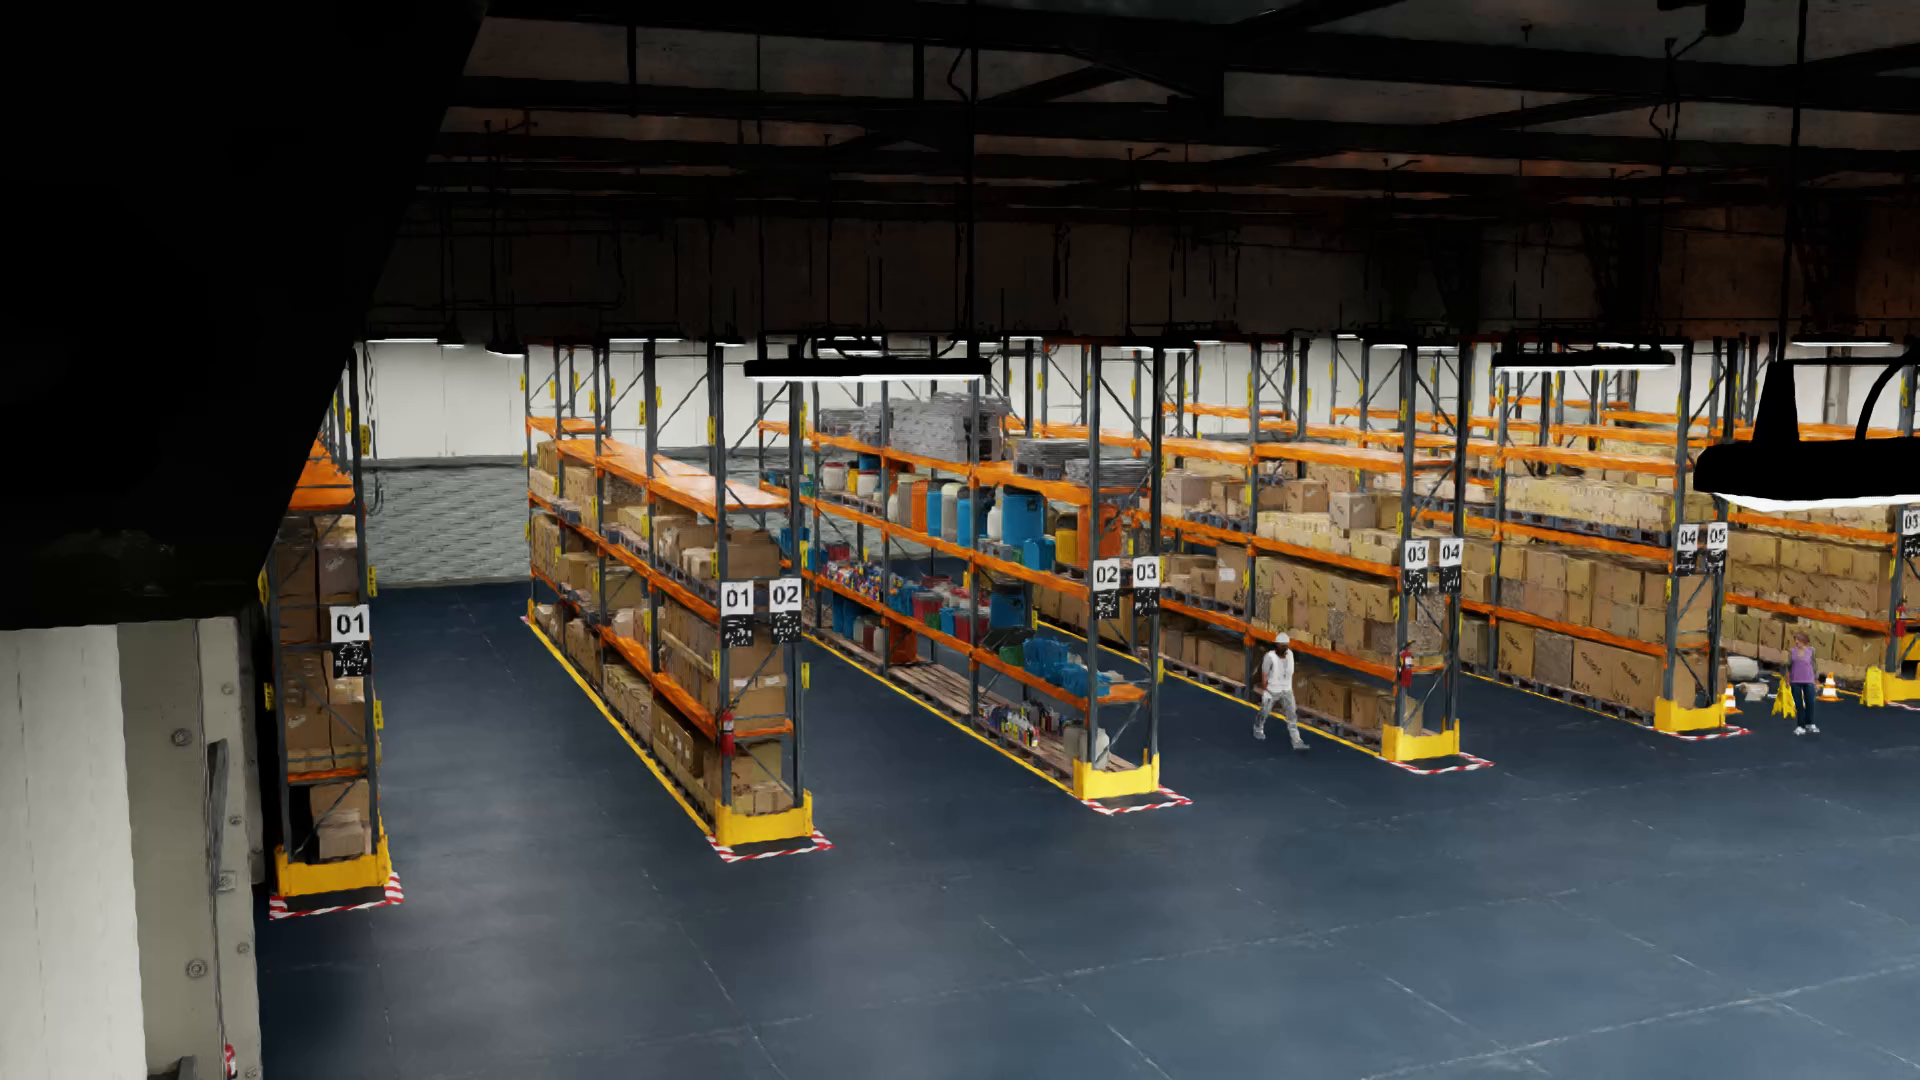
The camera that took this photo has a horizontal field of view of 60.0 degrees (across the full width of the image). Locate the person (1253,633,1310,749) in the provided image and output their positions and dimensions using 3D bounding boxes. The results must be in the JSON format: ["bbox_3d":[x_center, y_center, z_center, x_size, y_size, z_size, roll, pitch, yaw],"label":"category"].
[{"bbox_3d":[4.727,2.206,24.629,0.566,1.706,1.122,-3,8,-19],"label":"person"}]

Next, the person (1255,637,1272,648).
[{"bbox_3d":[5.752,1.389,31.242,0.580,1.619,0.507,-3,8,-24],"label":"person"}]

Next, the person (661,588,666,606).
[{"bbox_3d":[-6.416,0.655,35.908,0.403,1.791,0.634,-1,8,-5],"label":"person"}]

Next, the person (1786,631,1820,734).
[{"bbox_3d":[12.871,2.171,25.355,0.526,1.592,0.362,6,9,36],"label":"person"}]
